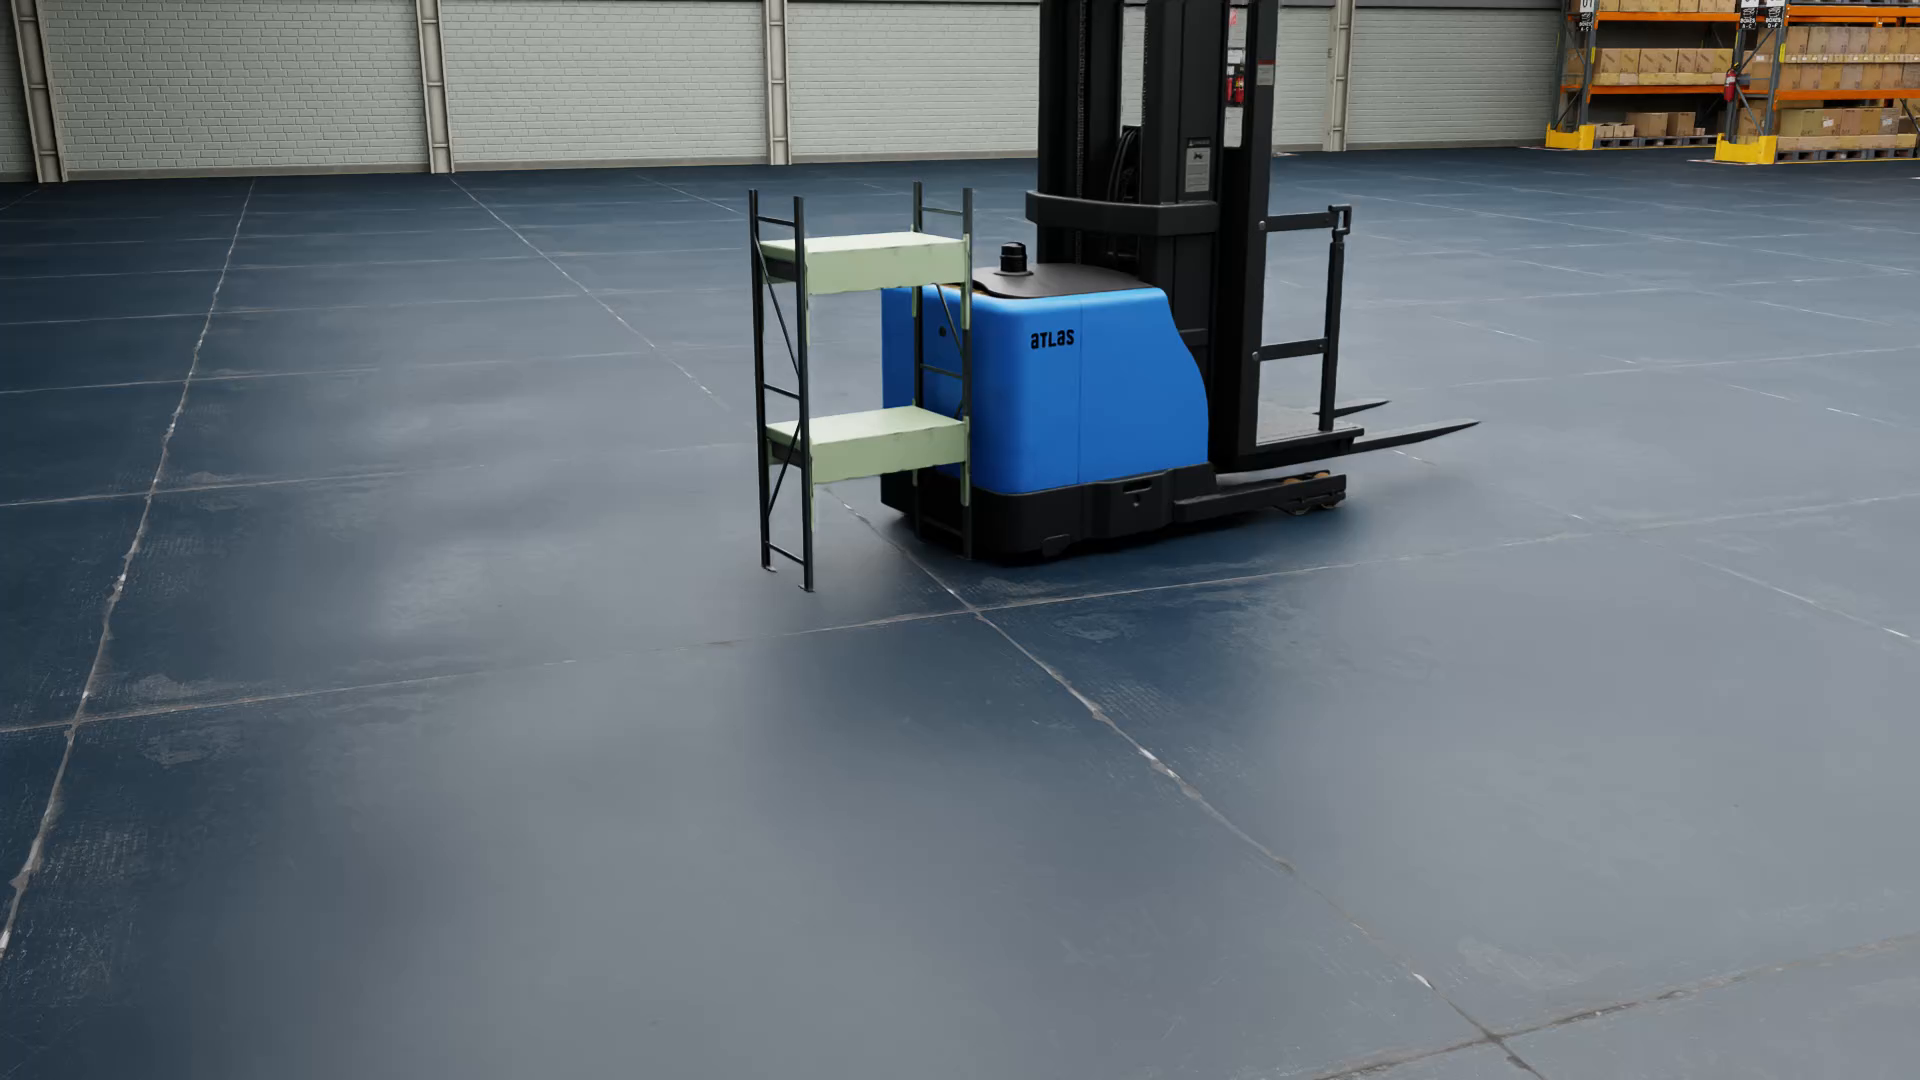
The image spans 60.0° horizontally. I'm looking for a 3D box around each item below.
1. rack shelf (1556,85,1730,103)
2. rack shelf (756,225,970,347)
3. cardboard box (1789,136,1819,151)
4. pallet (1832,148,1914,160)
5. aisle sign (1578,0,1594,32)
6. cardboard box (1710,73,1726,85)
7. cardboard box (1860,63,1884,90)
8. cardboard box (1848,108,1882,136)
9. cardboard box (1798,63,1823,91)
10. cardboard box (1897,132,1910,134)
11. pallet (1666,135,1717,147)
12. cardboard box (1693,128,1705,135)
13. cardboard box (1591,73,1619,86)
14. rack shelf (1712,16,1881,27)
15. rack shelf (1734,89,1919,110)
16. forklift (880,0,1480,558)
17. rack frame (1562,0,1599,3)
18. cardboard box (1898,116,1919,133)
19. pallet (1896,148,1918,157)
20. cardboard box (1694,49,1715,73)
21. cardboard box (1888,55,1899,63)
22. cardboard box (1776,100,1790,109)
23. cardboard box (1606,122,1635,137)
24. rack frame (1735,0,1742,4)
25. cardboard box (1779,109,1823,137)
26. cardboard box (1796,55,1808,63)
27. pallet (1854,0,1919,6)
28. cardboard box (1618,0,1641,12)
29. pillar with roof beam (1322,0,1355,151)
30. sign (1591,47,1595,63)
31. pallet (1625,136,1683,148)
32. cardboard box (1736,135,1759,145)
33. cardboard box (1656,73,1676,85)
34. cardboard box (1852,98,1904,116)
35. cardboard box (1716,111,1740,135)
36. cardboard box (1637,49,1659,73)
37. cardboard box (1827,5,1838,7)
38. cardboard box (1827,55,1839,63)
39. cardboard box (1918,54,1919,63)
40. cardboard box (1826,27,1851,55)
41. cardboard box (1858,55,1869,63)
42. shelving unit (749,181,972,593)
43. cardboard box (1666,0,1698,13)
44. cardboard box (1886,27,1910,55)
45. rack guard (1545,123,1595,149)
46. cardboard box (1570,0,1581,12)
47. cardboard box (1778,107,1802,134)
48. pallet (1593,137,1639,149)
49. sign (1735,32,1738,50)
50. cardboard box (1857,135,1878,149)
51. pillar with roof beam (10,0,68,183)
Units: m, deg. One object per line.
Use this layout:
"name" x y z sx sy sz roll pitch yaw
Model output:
"rack shelf" 14.978 -9.779 36.352 4.000 0.370 1.077 -6 17 -20
"rack shelf" -0.377 -0.996 6.441 0.720 0.370 0.431 -10 19 -32
"cardboard box" 15.933 -7.549 31.615 0.500 0.250 0.500 -6 17 -20
"pallet" 17.864 -7.616 32.658 1.213 0.211 1.003 -6 17 -20
"aisle sign" 13.151 -11.084 34.904 0.004 0.787 0.394 -6 17 -20
"cardboard box" 16.512 -10.136 36.522 0.500 0.250 0.500 -6 17 -20
"cardboard box" 17.250 -8.920 31.973 0.500 0.500 0.700 -6 17 -19
"cardboard box" 17.330 -8.062 32.032 0.500 0.500 0.500 -6 17 -20
"cardboard box" 15.816 -8.766 31.447 0.500 0.500 0.700 -6 17 -19
"cardboard box" 18.905 -8.023 33.231 0.500 0.250 0.500 -6 18 -21
"pallet" 16.231 -8.911 37.068 1.213 0.211 1.003 -6 17 -20
"cardboard box" 16.357 -9.116 37.064 0.250 0.166 0.380 -9 18 -27
"cardboard box" 13.680 -9.826 35.466 0.500 0.250 0.500 -7 18 -22
"rack shelf" 18.713 -11.622 37.303 4.000 0.370 1.077 -6 17 -20
"rack shelf" 16.754 -8.476 31.915 4.000 0.370 1.077 -6 17 -20
"forklift" 1.158 -1.631 7.449 3.031 2.935 1.130 -10 19 -32
"rack frame" 13.111 -12.801 34.719 0.127 3.000 1.000 -6 17 -20
"cardboard box" 18.897 -8.290 33.146 0.500 0.311 0.500 -6 17 -20
"pallet" 19.296 -7.770 33.181 1.213 0.211 1.003 -6 17 -20
"cardboard box" 16.051 -10.442 36.234 0.500 0.500 0.500 -6 17 -20
"cardboard box" 17.724 -9.220 31.843 0.250 0.149 0.380 -6 17 -20
"cardboard box" 18.422 -9.875 37.726 0.500 0.250 0.500 -7 18 -22
"cardboard box" 14.321 -8.947 36.234 0.500 0.311 0.500 -5 17 -15
"rack frame" 16.846 -13.204 36.092 0.127 3.000 1.000 -6 17 -20
"cardboard box" 15.933 -7.908 31.508 0.500 0.500 0.500 -6 17 -20
"cardboard box" 15.576 -8.989 31.057 0.250 0.149 0.380 -7 18 -22
"pallet" 17.835 -10.327 31.774 1.213 0.211 1.003 -6 17 -20
"cardboard box" 14.027 -11.432 35.168 0.500 0.500 0.500 -5 17 -16
"pillar with roof beam" 9.392 -11.362 29.817 0.400 9.000 9.100 -6 17 -20
"sign" 13.305 -10.195 34.956 0.005 0.325 0.100 -6 17 -20
"pallet" 15.090 -8.787 36.646 1.213 0.211 1.003 -6 17 -20
"cardboard box" 15.282 -7.634 31.904 0.500 0.250 0.500 -6 17 -20
"cardboard box" 15.110 -9.982 35.998 0.500 0.250 0.500 -6 17 -20
"cardboard box" 21.315 -9.939 38.690 0.750 0.750 0.750 -6 18 -21
"cardboard box" 17.527 -9.416 37.495 0.500 0.500 0.700 -6 17 -18
"cardboard box" 14.614 -10.287 35.704 0.500 0.500 0.500 -7 18 -22
"cardboard box" 19.337 -12.121 37.509 0.637 0.503 0.797 -4 17 -12
"cardboard box" 16.294 -9.066 31.319 0.250 0.149 0.380 -7 18 -22
"cardboard box" 18.445 -9.298 32.110 0.250 0.149 0.380 -6 17 -20
"cardboard box" 16.336 -9.445 31.457 0.500 0.500 0.700 -6 17 -20
"cardboard box" 17.011 -9.143 31.581 0.250 0.149 0.380 -6 17 -18
"shelving unit" -0.377 -0.621 6.551 0.755 1.500 0.431 -10 19 -32
"cardboard box" 15.482 -11.593 35.717 0.500 0.500 0.500 -7 18 -22
"cardboard box" 17.738 -9.596 31.971 0.500 0.500 0.700 -6 17 -20
"rack guard" 13.182 -8.731 35.943 0.348 0.500 1.175 -6 17 -20
"cardboard box" 13.410 -11.528 35.495 0.500 0.500 0.500 -5 17 -16
"cardboard box" 16.209 -8.099 32.157 0.500 0.500 0.500 -6 17 -20
"pallet" 13.953 -8.665 36.230 1.213 0.211 1.003 -6 17 -20
"sign" 14.705 -9.433 31.422 0.005 0.325 0.100 -6 17 -20
"cardboard box" 17.335 -7.699 32.126 0.500 0.250 0.500 -6 17 -20
"pillar with roof beam" -13.019 -8.942 21.577 0.400 9.000 9.100 -6 17 -20
